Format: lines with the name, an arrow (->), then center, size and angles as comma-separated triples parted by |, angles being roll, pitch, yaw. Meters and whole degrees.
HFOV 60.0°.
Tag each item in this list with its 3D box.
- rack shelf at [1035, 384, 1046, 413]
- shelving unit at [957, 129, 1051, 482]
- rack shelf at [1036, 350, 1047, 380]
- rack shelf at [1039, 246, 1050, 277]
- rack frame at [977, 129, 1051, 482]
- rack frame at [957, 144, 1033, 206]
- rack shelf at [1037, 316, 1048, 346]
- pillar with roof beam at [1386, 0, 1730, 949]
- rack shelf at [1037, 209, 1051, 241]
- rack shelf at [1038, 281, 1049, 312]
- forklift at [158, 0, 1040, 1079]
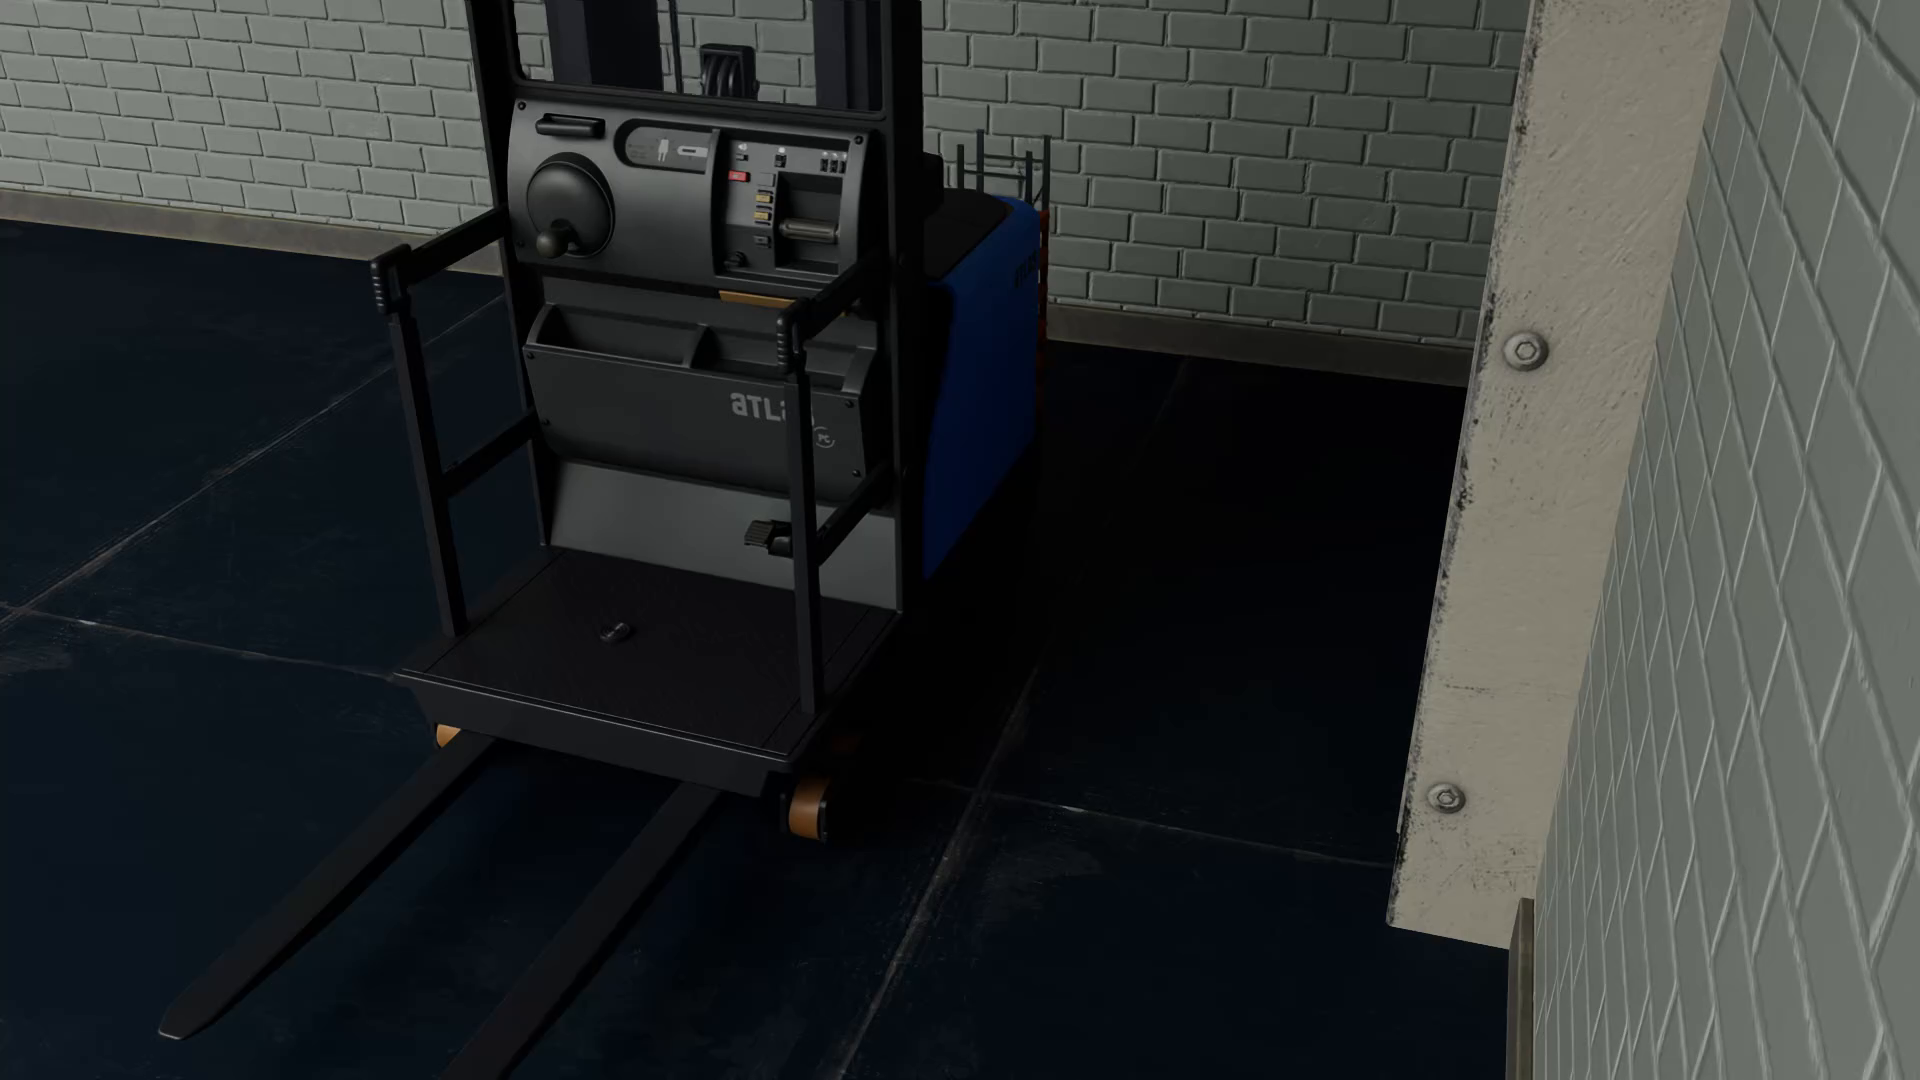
rack shelf -> 0.136, -0.454, 5.533 | 0.258, 0.103, 0.180 | 10, 31, 17
shelving unit -> 0.136, -0.703, 5.395 | 0.258, 1.200, 0.189 | 10, 31, 17
rack shelf -> 0.136, -0.559, 5.475 | 0.258, 0.103, 0.180 | 10, 31, 17
rack shelf -> 0.136, -0.874, 5.300 | 0.258, 0.103, 0.180 | 10, 31, 17
rack frame -> 0.167, -0.745, 5.470 | 0.240, 1.200, 0.006 | 10, 31, 17
rack frame -> 0.105, -0.661, 5.320 | 0.240, 1.200, 0.006 | 10, 31, 17
rack shelf -> 0.136, -0.664, 5.417 | 0.258, 0.103, 0.180 | 10, 31, 17
pillar with roof beam -> -2.940, -3.740, 2.833 | 9.100, 9.000, 0.400 | 8, 30, 15
rack shelf -> 0.136, -0.979, 5.242 | 0.258, 0.103, 0.180 | 10, 31, 17
rack shelf -> 0.136, -0.769, 5.358 | 0.258, 0.103, 0.180 | 10, 31, 17
forklift -> -0.722, -0.775, 3.744 | 1.130, 2.935, 3.031 | 10, 31, 17
